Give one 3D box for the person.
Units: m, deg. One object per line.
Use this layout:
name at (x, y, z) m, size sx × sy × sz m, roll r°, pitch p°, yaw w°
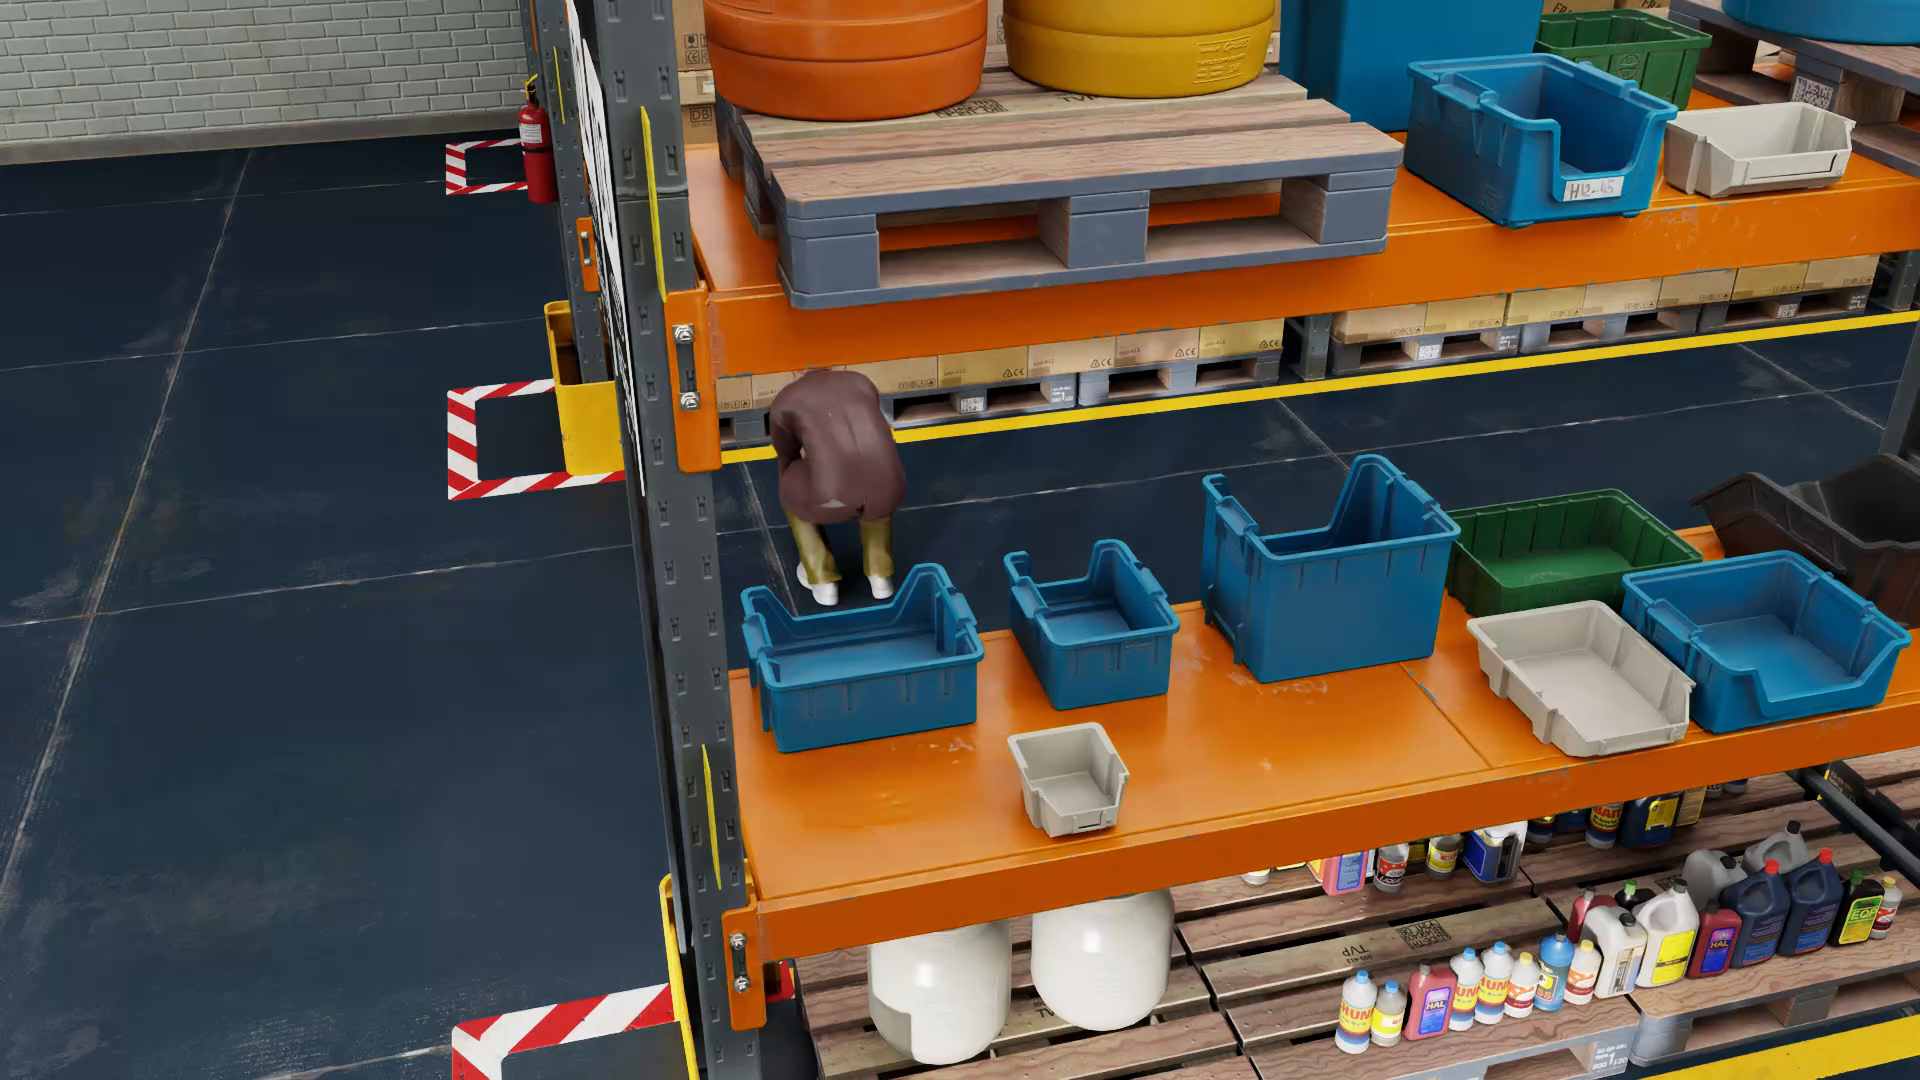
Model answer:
person at (-0.547, -0.304, 7.453) m, size 0.585 × 1.004 × 0.938 m, roll -9°, pitch 31°, yaw -15°
